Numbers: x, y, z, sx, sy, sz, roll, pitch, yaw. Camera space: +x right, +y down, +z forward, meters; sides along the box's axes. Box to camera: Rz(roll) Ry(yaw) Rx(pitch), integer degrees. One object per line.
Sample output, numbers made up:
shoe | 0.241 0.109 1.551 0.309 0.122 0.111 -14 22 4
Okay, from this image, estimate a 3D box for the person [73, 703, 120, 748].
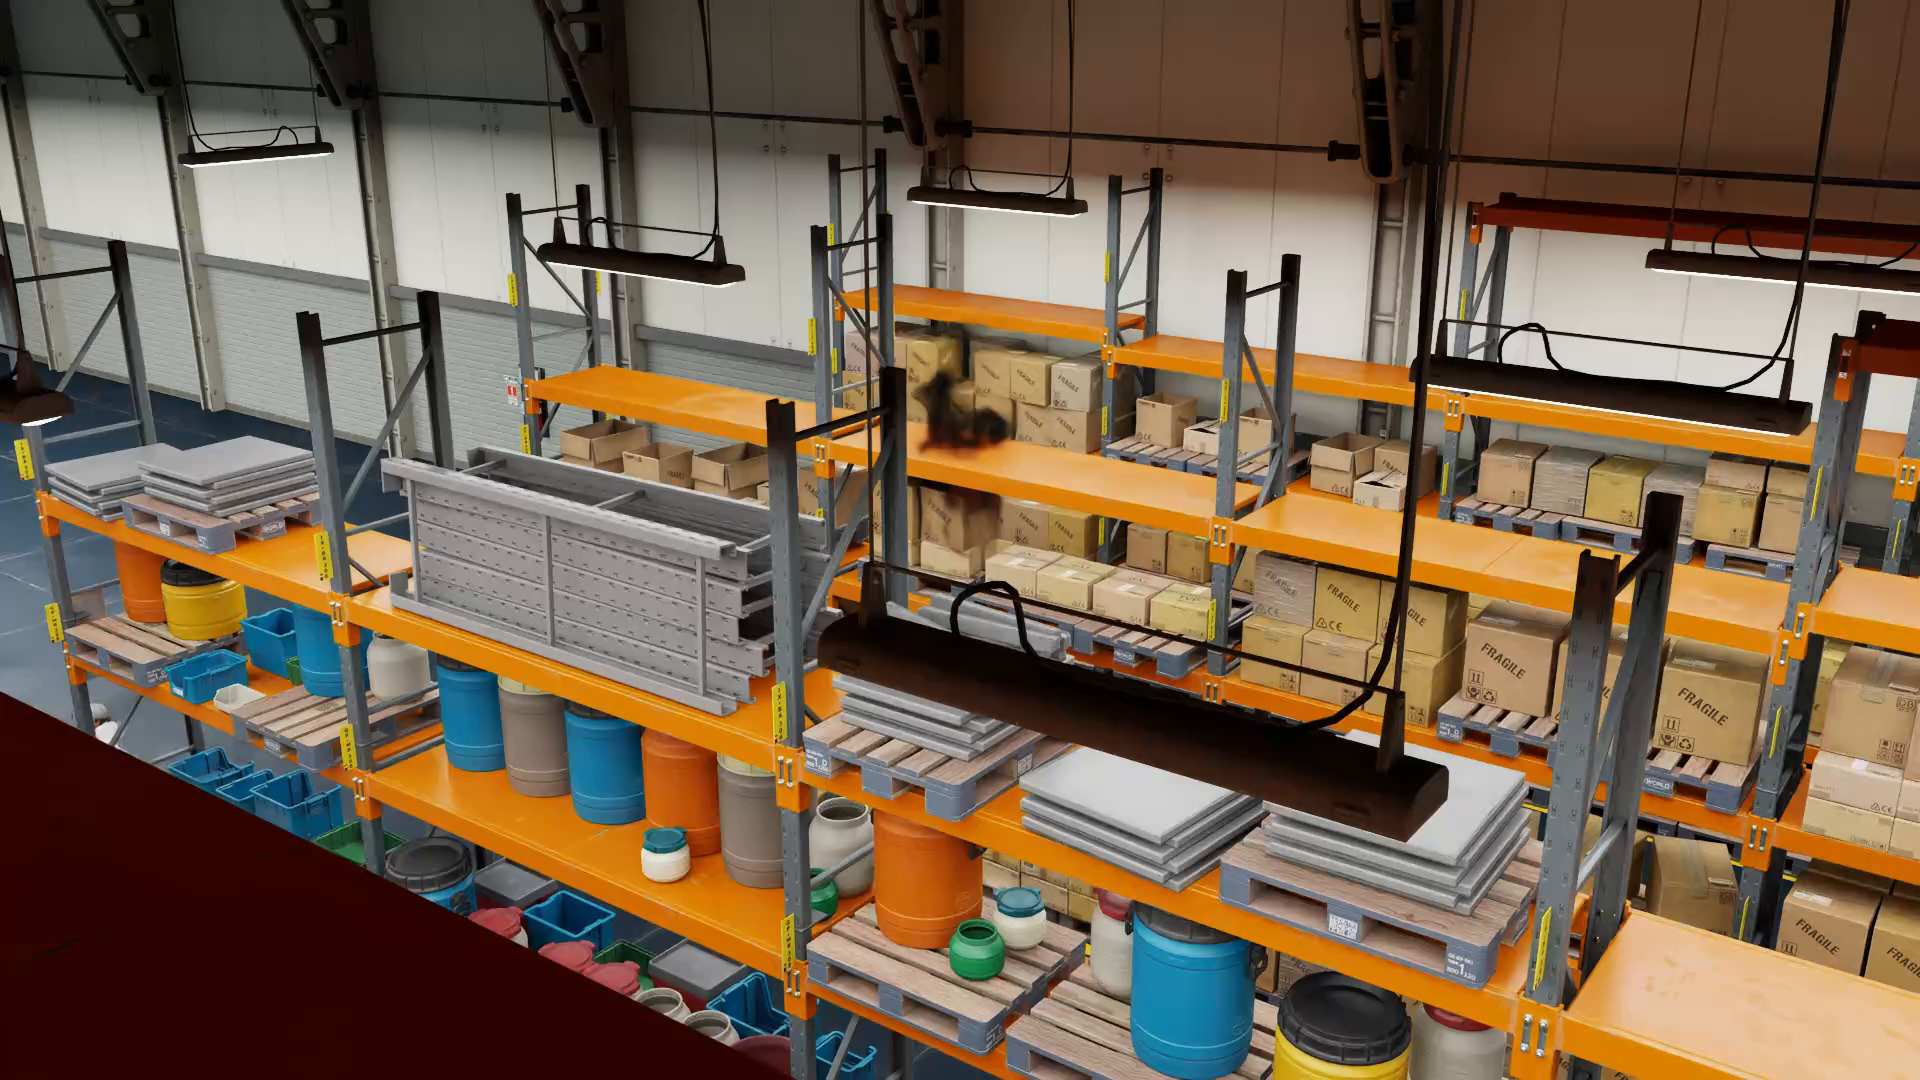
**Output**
person | -8.036 2.276 15.761 0.748 1.633 0.683 -6 20 -19
